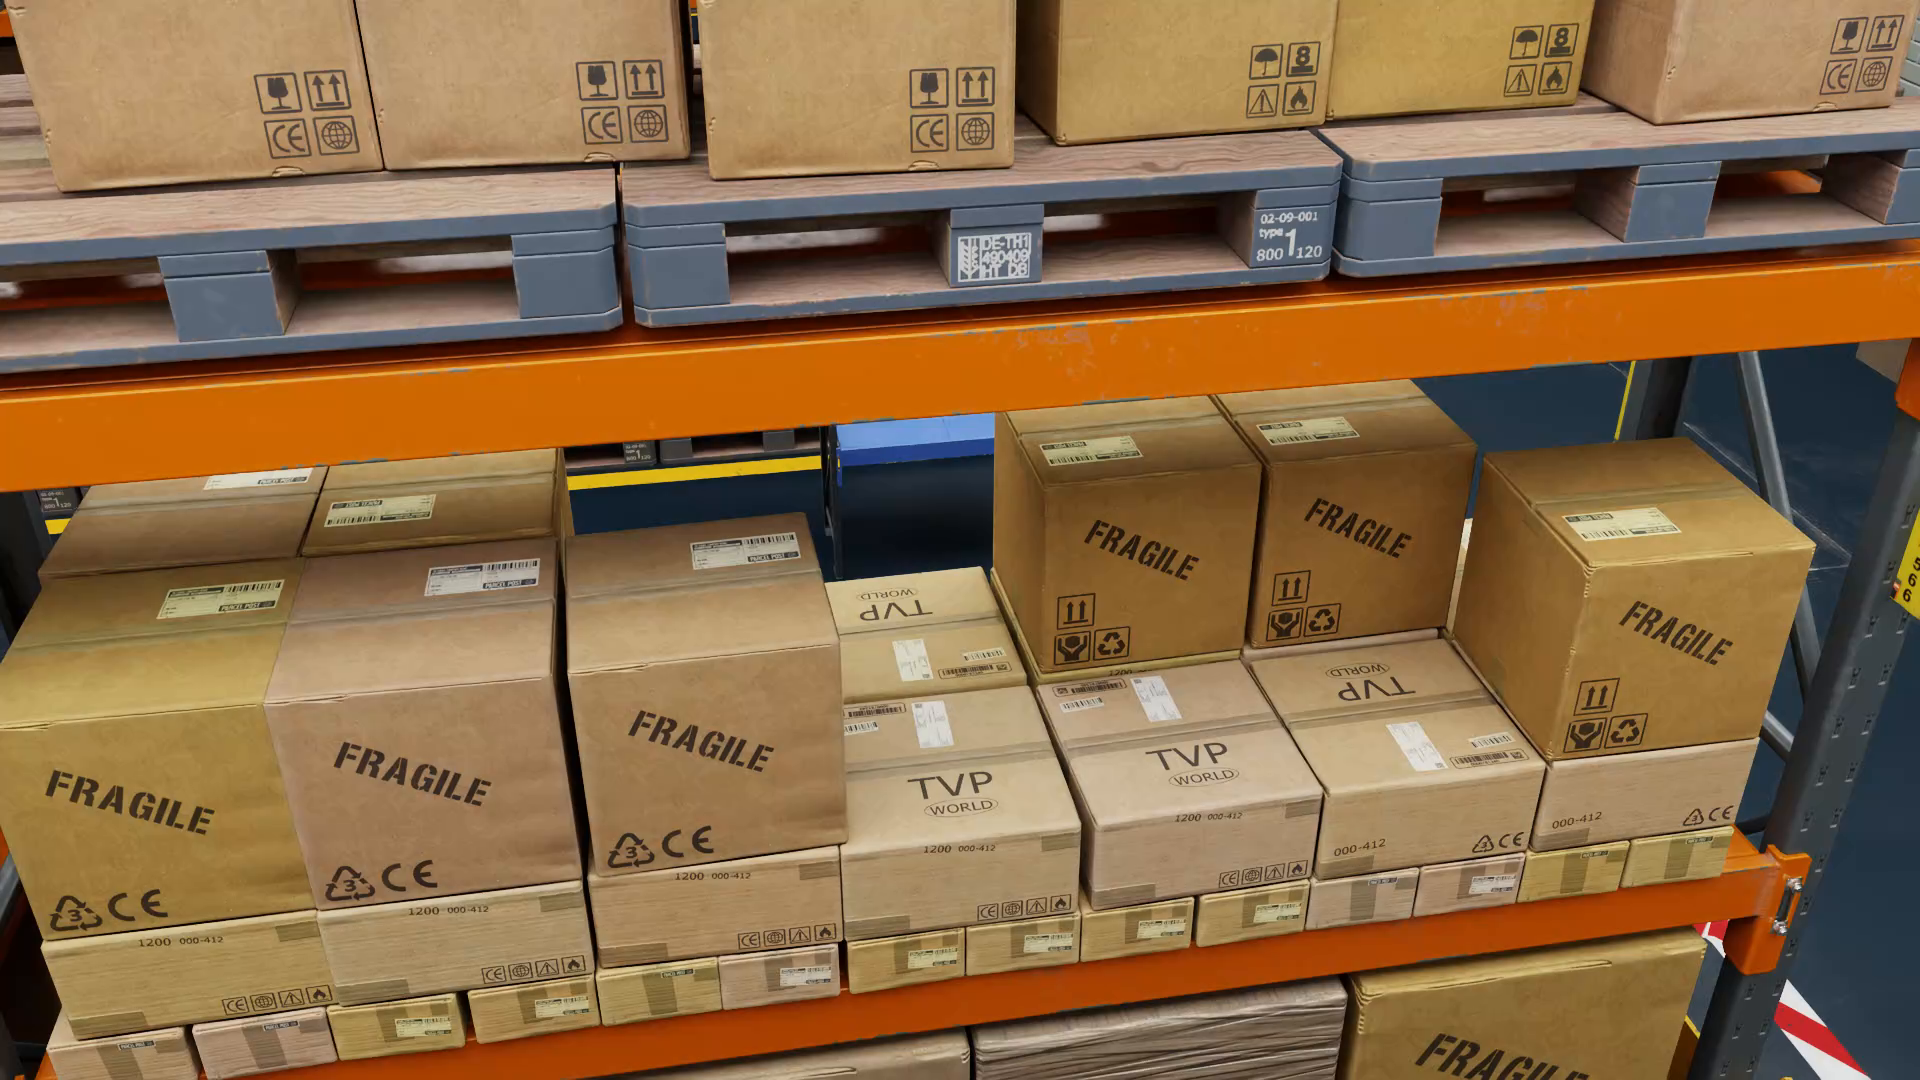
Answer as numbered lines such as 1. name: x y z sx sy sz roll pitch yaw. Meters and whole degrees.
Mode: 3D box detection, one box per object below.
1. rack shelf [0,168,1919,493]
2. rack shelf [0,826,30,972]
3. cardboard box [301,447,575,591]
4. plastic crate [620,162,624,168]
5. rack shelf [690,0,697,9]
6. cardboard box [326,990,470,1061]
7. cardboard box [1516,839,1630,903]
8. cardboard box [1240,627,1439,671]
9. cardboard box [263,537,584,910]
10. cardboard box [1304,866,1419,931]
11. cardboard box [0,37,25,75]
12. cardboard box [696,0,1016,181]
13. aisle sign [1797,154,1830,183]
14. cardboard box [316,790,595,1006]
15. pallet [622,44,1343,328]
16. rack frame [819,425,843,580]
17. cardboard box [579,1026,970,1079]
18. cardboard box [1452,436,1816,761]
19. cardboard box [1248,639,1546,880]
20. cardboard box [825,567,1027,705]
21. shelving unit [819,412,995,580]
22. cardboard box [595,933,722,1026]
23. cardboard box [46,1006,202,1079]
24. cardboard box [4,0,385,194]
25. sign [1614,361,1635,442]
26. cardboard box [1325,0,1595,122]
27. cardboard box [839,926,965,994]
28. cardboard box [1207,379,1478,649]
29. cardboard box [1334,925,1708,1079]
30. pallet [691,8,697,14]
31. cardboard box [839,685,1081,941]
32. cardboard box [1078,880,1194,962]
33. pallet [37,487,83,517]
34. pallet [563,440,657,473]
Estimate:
1. rack shelf: -0.067 -0.470 3.340 4.000 0.370 1.077 -5 31 -9
2. rack shelf: -4.001 1.188 3.479 4.000 0.370 1.077 -5 31 -9
3. cardboard box: -1.136 0.090 3.752 0.500 0.500 0.500 -5 31 -8
4. plastic crate: -1.391 -1.796 7.903 0.530 0.282 0.437 -5 31 -9
5. rack shelf: -1.847 -4.116 12.501 4.000 0.370 1.077 -5 31 -9
6. cardboard box: -1.166 0.895 3.517 0.250 0.149 0.380 -4 31 -7
7. cardboard box: 1.354 0.660 3.916 0.250 0.149 0.380 -5 31 -8
8. cardboard box: 0.870 0.227 4.259 0.500 0.250 0.500 -6 31 -10
9. cardboard box: -1.031 0.352 3.307 0.500 0.500 0.500 -5 31 -9
10. cardboard box: 0.860 0.705 3.840 0.250 0.149 0.380 -5 31 -8
11. cardboard box: -6.817 -3.524 12.075 0.500 0.250 0.500 -4 31 -7
12. cardboard box: -0.205 -0.990 2.903 0.500 0.500 0.700 -4 31 -7
13. aisle sign: 1.918 -0.946 3.835 0.004 0.787 0.394 -5 31 -9
14. cardboard box: -1.034 0.677 3.494 0.500 0.250 0.500 -5 31 -9
15. pallet: -0.030 -0.738 3.174 1.213 0.211 1.003 -5 31 -9
16. rack frame: -0.584 -0.592 7.278 0.032 1.500 0.500 -5 31 -9
17. cardboard box: -0.485 1.328 4.214 0.875 0.875 0.875 -5 31 -9
18. cardboard box: 1.469 0.119 3.703 0.500 0.500 0.500 -5 31 -8
19. cardboard box: 0.973 0.490 3.813 0.500 0.250 0.500 -6 31 -10
20. cardboard box: -0.137 0.321 4.099 0.500 0.250 0.500 -6 31 -10
21. shelving unit: -0.084 -0.639 7.357 1.048 1.500 0.538 -5 31 -9
22. cardboard box: -0.656 0.846 3.599 0.250 0.149 0.380 -6 31 -10
23. cardboard box: -1.683 0.943 3.435 0.250 0.149 0.380 -5 31 -9
24. cardboard box: -1.275 -0.966 2.862 0.500 0.500 0.700 -7 31 -12
25. sign: 1.807 -0.354 4.460 0.005 0.325 0.100 -5 31 -9
26. cardboard box: 0.824 -1.164 3.200 0.500 0.500 0.700 -6 31 -11
27. cardboard box: -0.150 0.800 3.678 0.250 0.149 0.380 -6 31 -10
28. cardboard box: 0.888 -0.101 4.078 0.500 0.500 0.500 -6 31 -10
29. cardboard box: 1.286 1.164 4.493 0.875 0.875 0.875 -5 31 -9
30. pallet: -2.746 -5.655 17.158 1.213 0.211 1.003 -5 31 -9
31. cardboard box: -0.039 0.586 3.649 0.500 0.250 0.500 -5 31 -9
32. cardboard box: 0.350 0.754 3.757 0.250 0.149 0.380 -5 31 -9
33. pallet: -4.895 -0.409 8.237 1.213 0.211 1.003 -5 31 -9
34. pallet: -2.210 -0.658 8.661 1.213 0.211 1.003 -5 31 -9
